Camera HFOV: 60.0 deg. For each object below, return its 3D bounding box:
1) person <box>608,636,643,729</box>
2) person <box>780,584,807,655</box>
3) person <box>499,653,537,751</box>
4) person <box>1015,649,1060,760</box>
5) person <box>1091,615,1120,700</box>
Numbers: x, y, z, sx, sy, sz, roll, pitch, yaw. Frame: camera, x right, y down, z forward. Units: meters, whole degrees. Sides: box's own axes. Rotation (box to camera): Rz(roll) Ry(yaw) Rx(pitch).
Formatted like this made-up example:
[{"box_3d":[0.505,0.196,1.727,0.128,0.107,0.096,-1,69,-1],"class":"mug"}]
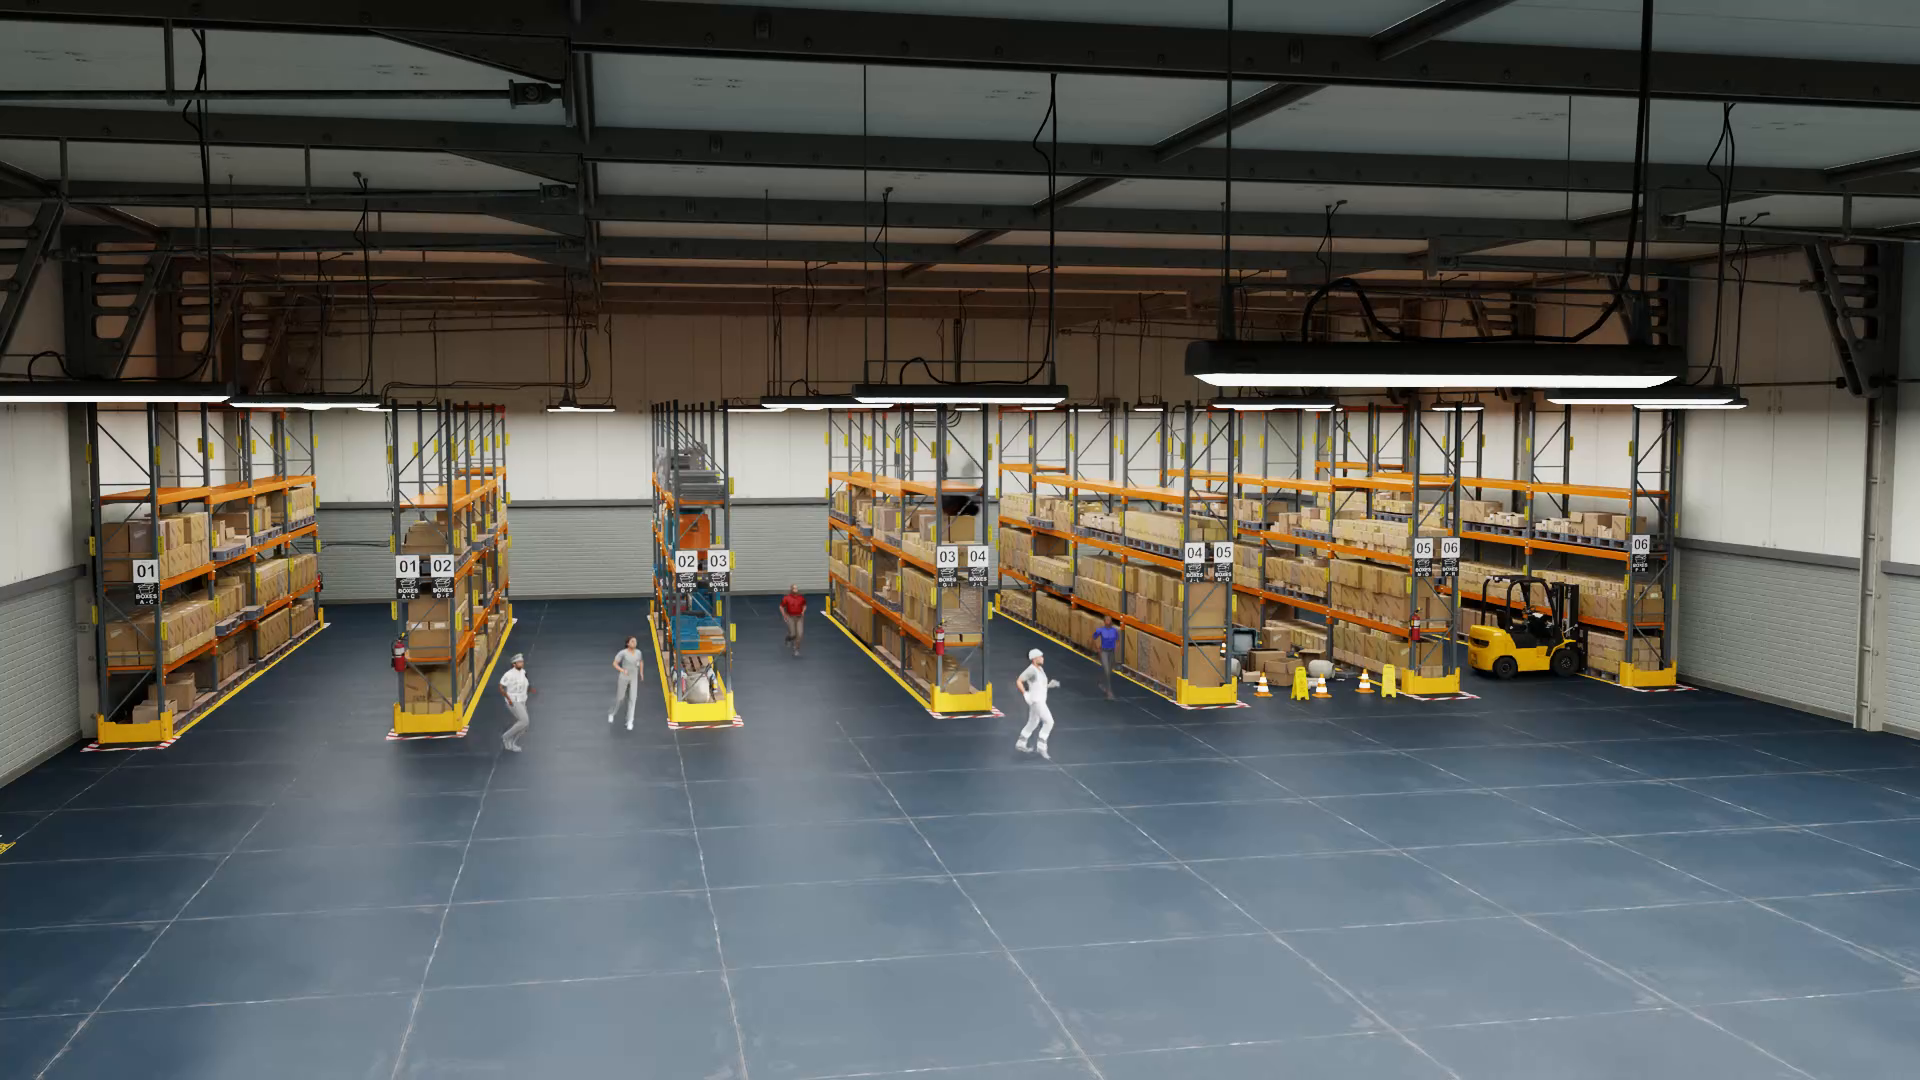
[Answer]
[{"box_3d":[-6.079,2.581,30.568,0.641,1.654,0.943,-2,5,-29],"class":"person"},{"box_3d":[-3.959,1.901,39.731,0.665,1.688,0.603,-2,5,-23],"class":"person"},{"box_3d":[-7.484,2.756,28.308,0.558,1.668,0.561,1,4,16],"class":"person"},{"box_3d":[1.290,2.738,27.761,0.761,1.839,0.641,1,4,13],"class":"person"},{"box_3d":[2.985,2.360,33.814,0.588,1.661,0.842,-2,5,-20],"class":"person"}]
